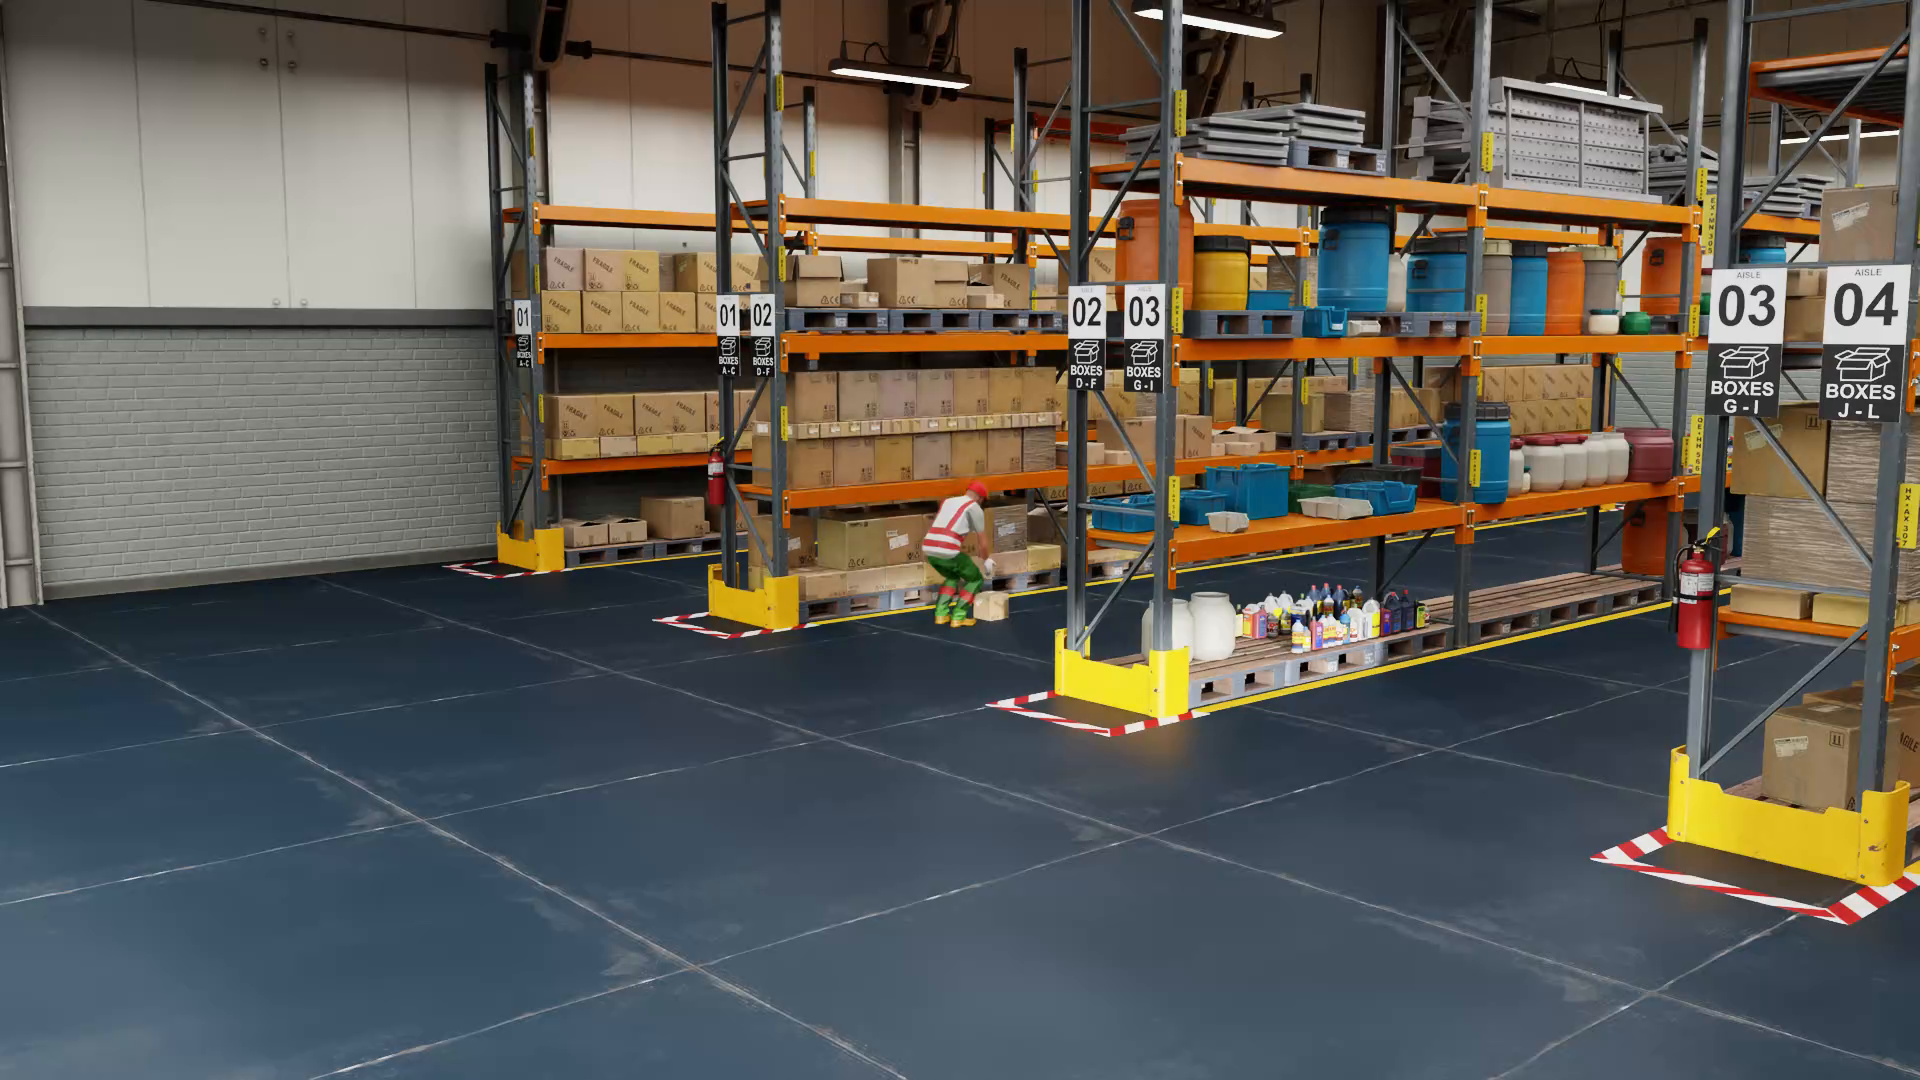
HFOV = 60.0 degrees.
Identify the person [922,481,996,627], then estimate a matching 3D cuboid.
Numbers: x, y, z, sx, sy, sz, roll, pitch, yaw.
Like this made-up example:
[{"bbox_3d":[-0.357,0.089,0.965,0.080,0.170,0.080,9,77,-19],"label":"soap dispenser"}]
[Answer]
[{"bbox_3d":[-0.027,0.129,16.284,0.782,1.381,0.584,-6,10,-41],"label":"person"}]
